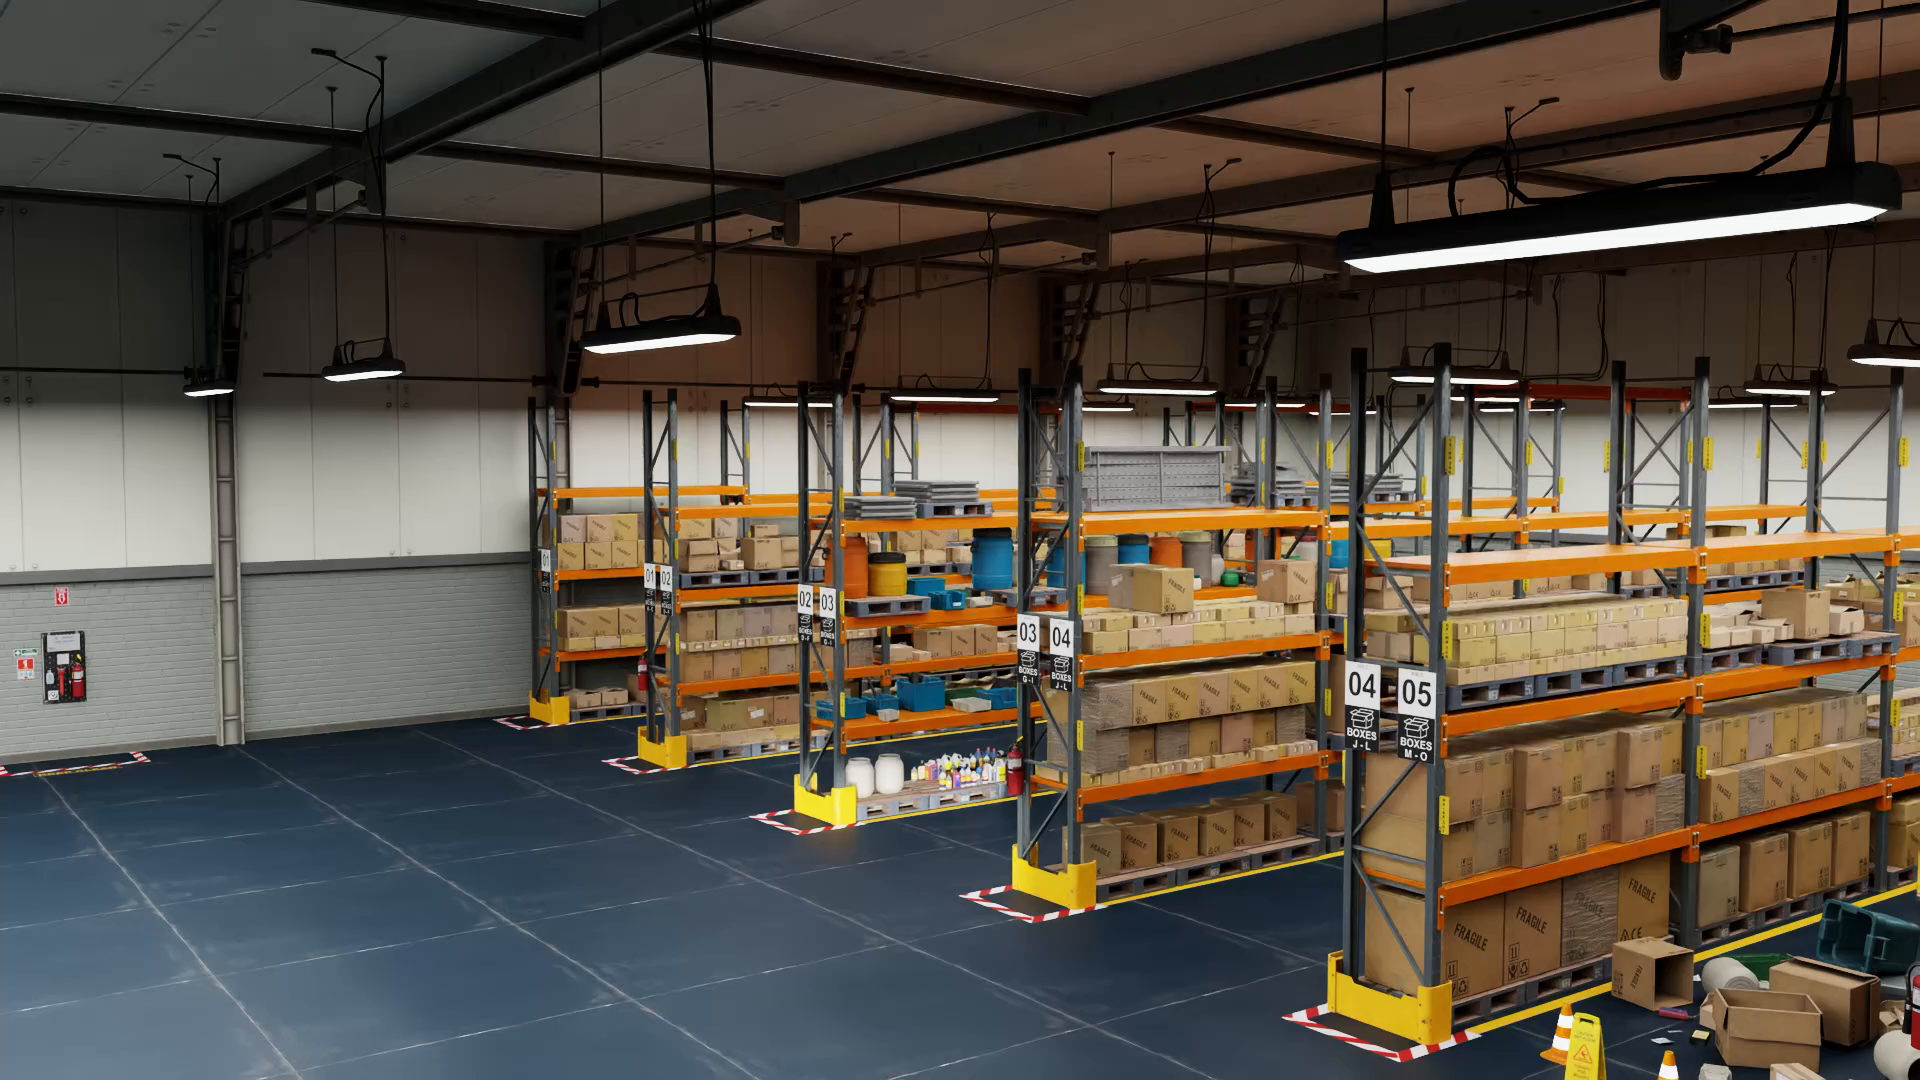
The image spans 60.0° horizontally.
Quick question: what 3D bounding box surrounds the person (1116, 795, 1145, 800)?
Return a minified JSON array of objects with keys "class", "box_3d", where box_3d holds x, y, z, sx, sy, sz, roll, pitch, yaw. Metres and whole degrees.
[{"class":"person","box_3d":[2.480,2.921,24.199,0.540,1.700,0.615,3,5,43]}]
